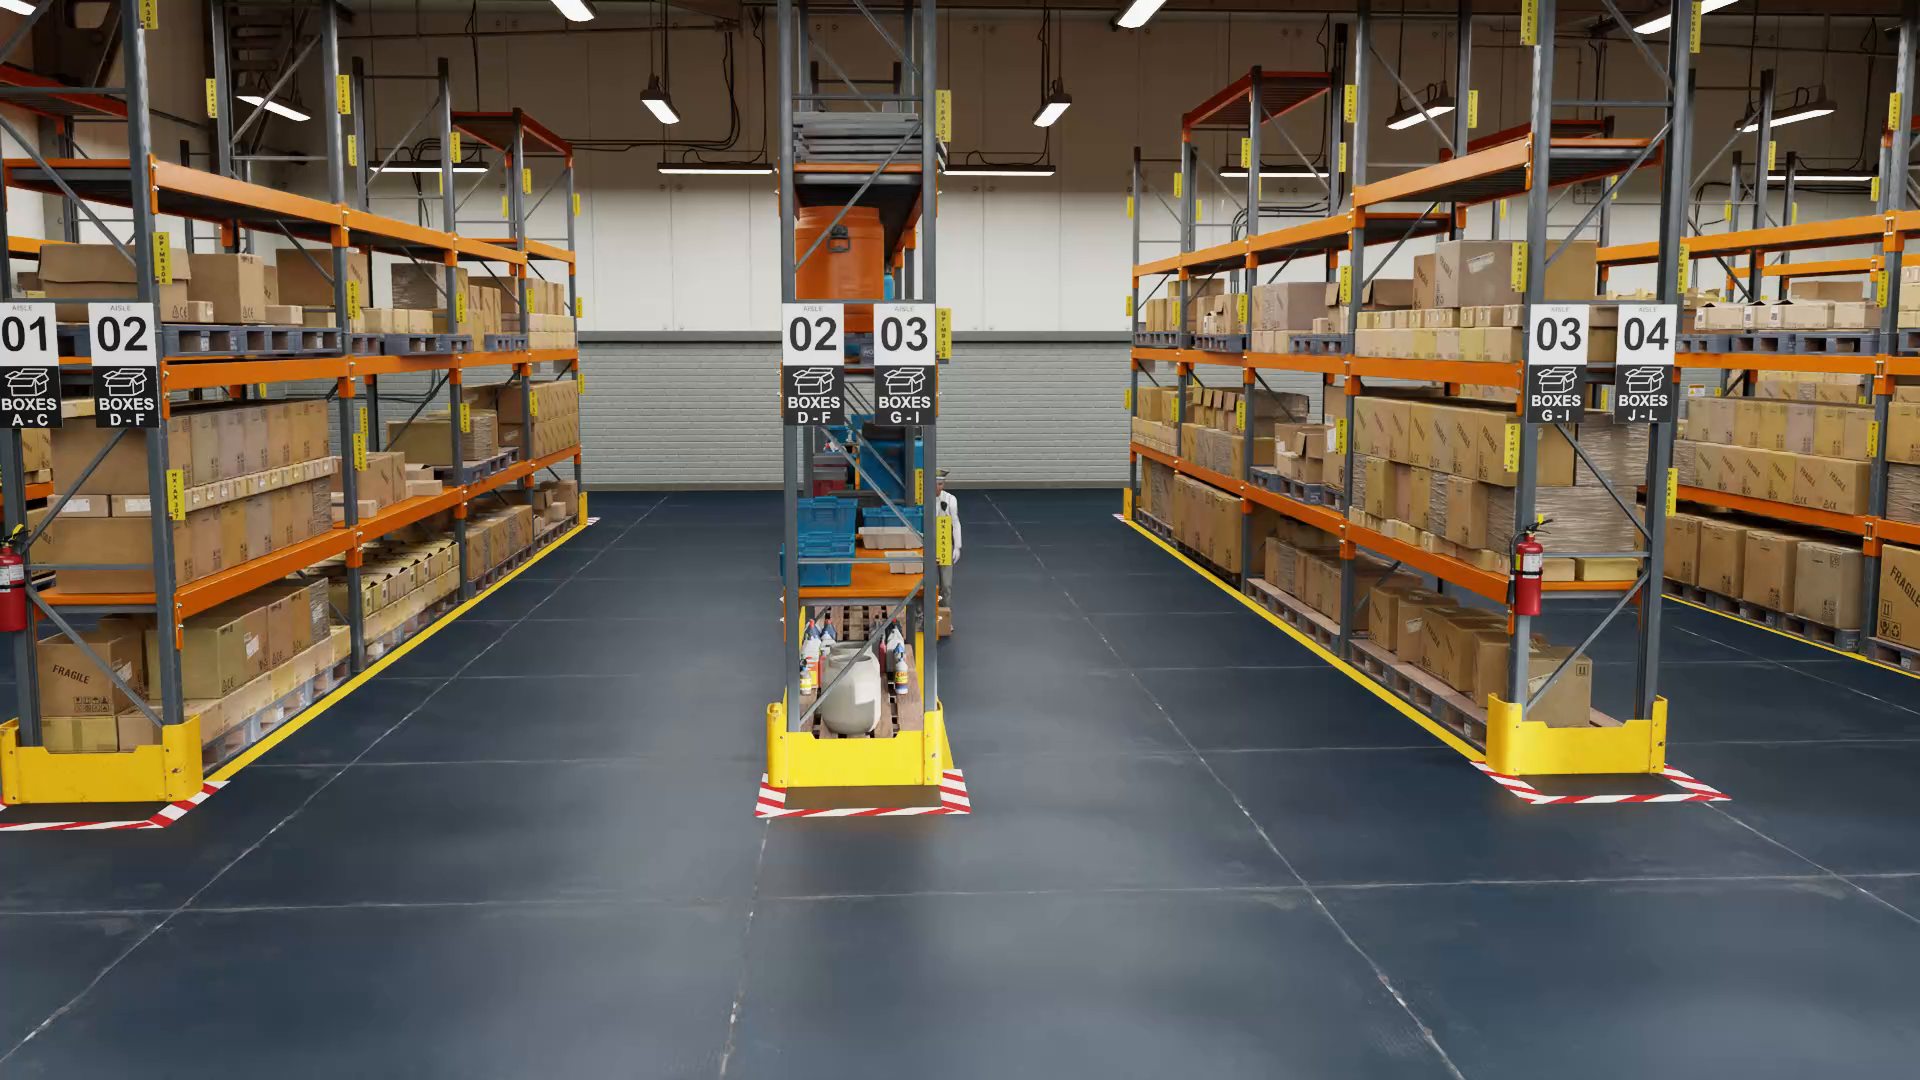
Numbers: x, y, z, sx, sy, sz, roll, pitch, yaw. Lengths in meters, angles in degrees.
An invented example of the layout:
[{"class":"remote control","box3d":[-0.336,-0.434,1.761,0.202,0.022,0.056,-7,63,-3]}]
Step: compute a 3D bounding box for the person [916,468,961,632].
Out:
[{"class":"person","box3d":[-0.252,0.094,16.968,0.529,1.663,0.371,0,7,-3]}]
